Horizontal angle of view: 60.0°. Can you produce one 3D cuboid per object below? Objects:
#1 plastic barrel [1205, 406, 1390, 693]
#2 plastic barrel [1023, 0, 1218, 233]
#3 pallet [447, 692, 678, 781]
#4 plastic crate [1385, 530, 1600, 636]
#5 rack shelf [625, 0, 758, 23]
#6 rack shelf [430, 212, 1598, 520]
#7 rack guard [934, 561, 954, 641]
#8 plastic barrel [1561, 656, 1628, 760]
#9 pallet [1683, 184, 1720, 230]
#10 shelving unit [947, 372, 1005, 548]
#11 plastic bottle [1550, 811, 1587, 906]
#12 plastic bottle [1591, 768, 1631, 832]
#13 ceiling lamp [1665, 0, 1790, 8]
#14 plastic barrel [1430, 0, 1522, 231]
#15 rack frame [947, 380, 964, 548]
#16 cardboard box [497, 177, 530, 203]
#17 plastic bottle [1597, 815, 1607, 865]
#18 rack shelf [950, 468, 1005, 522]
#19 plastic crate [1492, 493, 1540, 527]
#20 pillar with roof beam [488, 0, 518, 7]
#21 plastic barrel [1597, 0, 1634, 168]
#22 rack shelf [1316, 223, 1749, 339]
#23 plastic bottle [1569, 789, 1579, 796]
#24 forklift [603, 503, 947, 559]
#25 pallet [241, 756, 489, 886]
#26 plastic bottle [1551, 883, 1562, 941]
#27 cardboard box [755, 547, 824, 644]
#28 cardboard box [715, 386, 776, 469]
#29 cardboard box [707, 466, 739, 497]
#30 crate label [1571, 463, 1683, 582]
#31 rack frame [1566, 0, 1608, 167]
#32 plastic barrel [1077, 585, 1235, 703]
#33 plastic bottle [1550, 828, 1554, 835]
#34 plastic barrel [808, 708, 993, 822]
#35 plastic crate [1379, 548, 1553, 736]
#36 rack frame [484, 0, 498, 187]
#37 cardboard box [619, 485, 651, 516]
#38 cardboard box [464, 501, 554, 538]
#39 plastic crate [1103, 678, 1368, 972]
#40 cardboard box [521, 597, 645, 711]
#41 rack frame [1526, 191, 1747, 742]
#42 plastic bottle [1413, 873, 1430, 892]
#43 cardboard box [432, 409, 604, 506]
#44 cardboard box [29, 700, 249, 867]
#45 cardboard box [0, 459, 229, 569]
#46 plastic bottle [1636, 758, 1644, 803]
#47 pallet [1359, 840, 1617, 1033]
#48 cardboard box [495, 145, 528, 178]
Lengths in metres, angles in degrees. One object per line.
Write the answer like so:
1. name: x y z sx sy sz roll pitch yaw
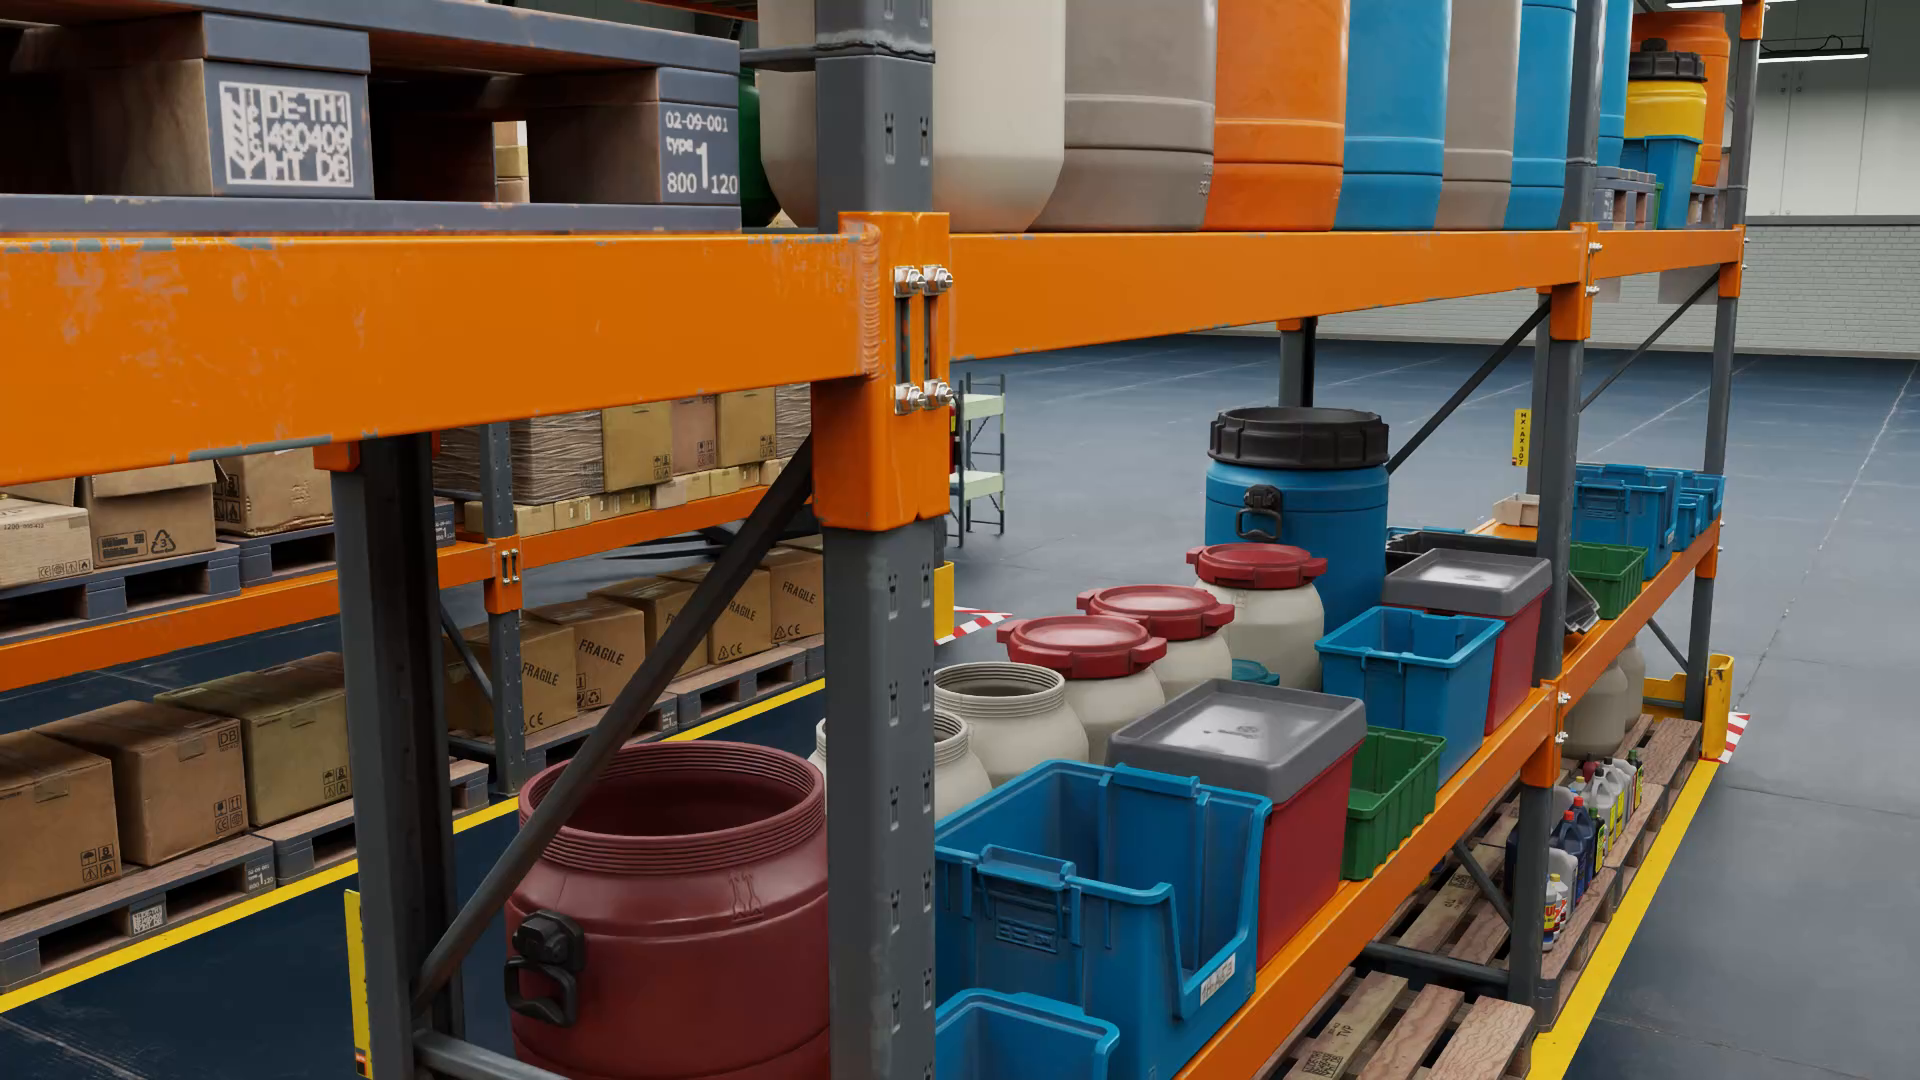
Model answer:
1. plastic barrel: 1.128 0.024 5.608 0.600 0.901 0.708 6 12 31
2. plastic barrel: 0.122 -0.962 2.721 0.600 0.901 0.600 0 11 0
3. pallet: -2.327 1.027 9.191 1.003 0.211 1.213 6 12 31
4. plastic crate: 1.968 0.199 6.205 0.767 0.338 0.504 6 12 31
5. rack shelf: -1.608 -3.143 9.546 1.077 0.370 4.000 6 12 31
6. rack shelf: 0.549 -0.568 3.934 1.077 0.370 4.000 6 12 31
7. rack guard: -0.609 0.377 11.878 1.175 0.500 0.348 6 12 31
8. plastic barrel: 3.127 0.816 8.362 0.421 0.512 0.421 0 11 0
9. pallet: 3.151 -1.651 8.281 1.003 0.211 1.213 6 12 31
10. shelving unit: 0.046 -0.742 15.139 0.431 1.500 0.755 6 12 31
11. plastic bottle: 2.361 1.237 6.494 0.144 0.351 0.185 7 13 32
12. plastic bottle: 2.859 1.122 7.314 0.152 0.276 0.135 6 12 29
13. ceiling lamp: 10.834 -8.922 22.590 2.000 3.185 0.800 6 12 31
14. plastic barrel: 1.169 -1.279 4.415 0.600 0.901 0.600 0 11 0
15. rack frame: -0.144 -0.685 14.832 0.400 1.500 0.023 6 12 31
16. cardboard box: -2.193 -1.682 8.337 0.500 0.250 0.500 6 12 28
17. plastic bottle: 2.626 1.238 6.892 0.097 0.201 0.097 0 11 0
18. rack shelf: 0.046 -0.422 15.199 0.431 0.370 0.720 6 12 31
19. plastic crate: 2.924 -0.151 8.621 0.298 0.136 0.250 6 12 31
20. pillar with roof beam: -4.505 -6.685 26.506 9.100 9.000 0.548 6 12 31
21. plastic barrel: 2.195 -1.835 6.245 0.600 0.901 0.708 6 12 31
22. rack shelf: 2.626 -1.197 7.295 1.077 0.370 4.000 6 12 31
23. plastic bottle: 2.650 1.180 7.204 0.097 0.201 0.097 0 11 0
24. forklift: -1.656 -1.261 14.020 3.031 2.935 1.130 -6 12 -28
25. pallet: -3.049 1.259 7.954 1.003 0.211 1.213 6 12 31
26. plastic bottle: 2.180 1.374 6.171 0.097 0.201 0.097 0 11 0
27. cardboard box: -1.189 0.352 10.868 0.500 0.500 0.500 -10 14 -43
28. cardboard box: -1.601 -0.733 9.934 0.875 0.500 0.500 6 12 31
29. cardboard box: -1.510 -0.353 9.669 0.380 0.149 0.250 6 12 31
30. crate label: 2.940 -0.093 7.497 0.502 0.435 0.616 6 12 31
31. rack frame: 1.587 -2.710 5.272 1.000 3.000 0.127 6 12 31
32. plastic barrel: 0.522 0.417 4.504 0.433 0.535 0.433 0 11 0
33. plastic bottle: 2.333 1.242 6.685 0.097 0.271 0.097 0 11 0
34. plastic barrel: -0.138 0.630 3.427 0.421 0.512 0.421 0 11 0
35. plastic crate: 1.597 0.312 5.256 0.402 0.464 0.583 6 12 31
36. rack frame: -2.646 -3.183 7.800 1.000 3.000 0.127 6 12 31
37. cardboard box: -1.908 -0.237 9.044 0.380 0.149 0.250 6 12 31
38. cardboard box: -2.277 -0.116 8.402 0.380 0.149 0.250 6 12 31
39. plastic crate: 0.611 0.611 3.660 0.402 0.464 0.583 6 12 31
40. cardboard box: -2.113 0.638 9.344 0.500 0.500 0.500 -9 14 -39
41. rack frame: 3.664 -0.391 9.185 1.000 3.000 0.127 6 12 31
42. plastic bottle: 1.798 1.209 6.642 0.144 0.351 0.185 6 12 31
43. cardboard box: -2.359 -0.495 8.662 0.875 0.500 0.500 6 12 31
44. cardboard box: -3.537 1.034 7.175 0.700 0.500 0.500 5 12 26
45. cardboard box: -3.467 -0.210 6.800 0.797 0.503 0.637 8 13 36
46. plastic bottle: 3.085 1.099 7.635 0.097 0.201 0.097 0 11 0
47. pallet: 1.972 1.508 6.624 1.003 0.211 1.213 6 12 31
48. cardboard box: -2.214 -1.853 8.169 0.380 0.149 0.250 6 12 29
